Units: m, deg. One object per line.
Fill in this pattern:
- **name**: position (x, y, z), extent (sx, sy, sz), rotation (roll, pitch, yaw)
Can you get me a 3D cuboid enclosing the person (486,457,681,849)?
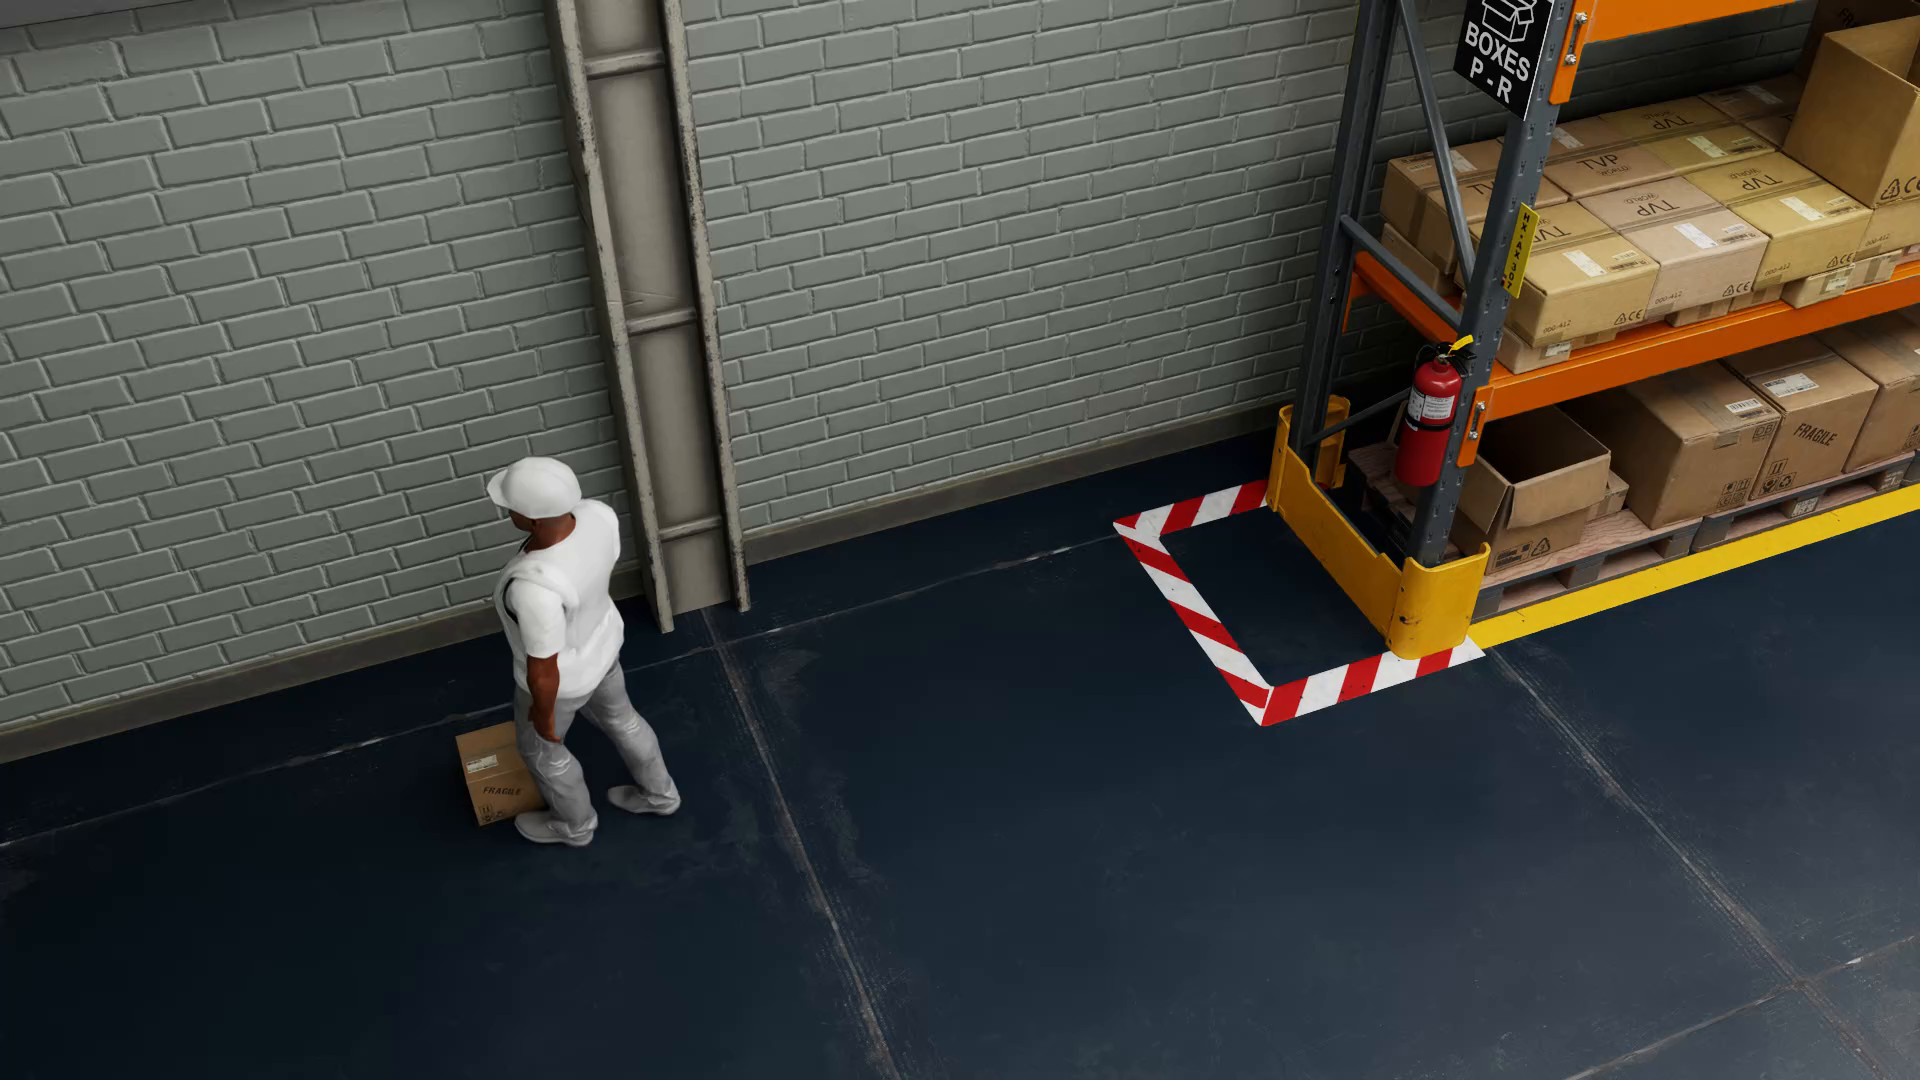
- **person**: position (-1.361, 0.408, 5.709), extent (0.567, 1.775, 0.568), rotation (12, 43, 13)
